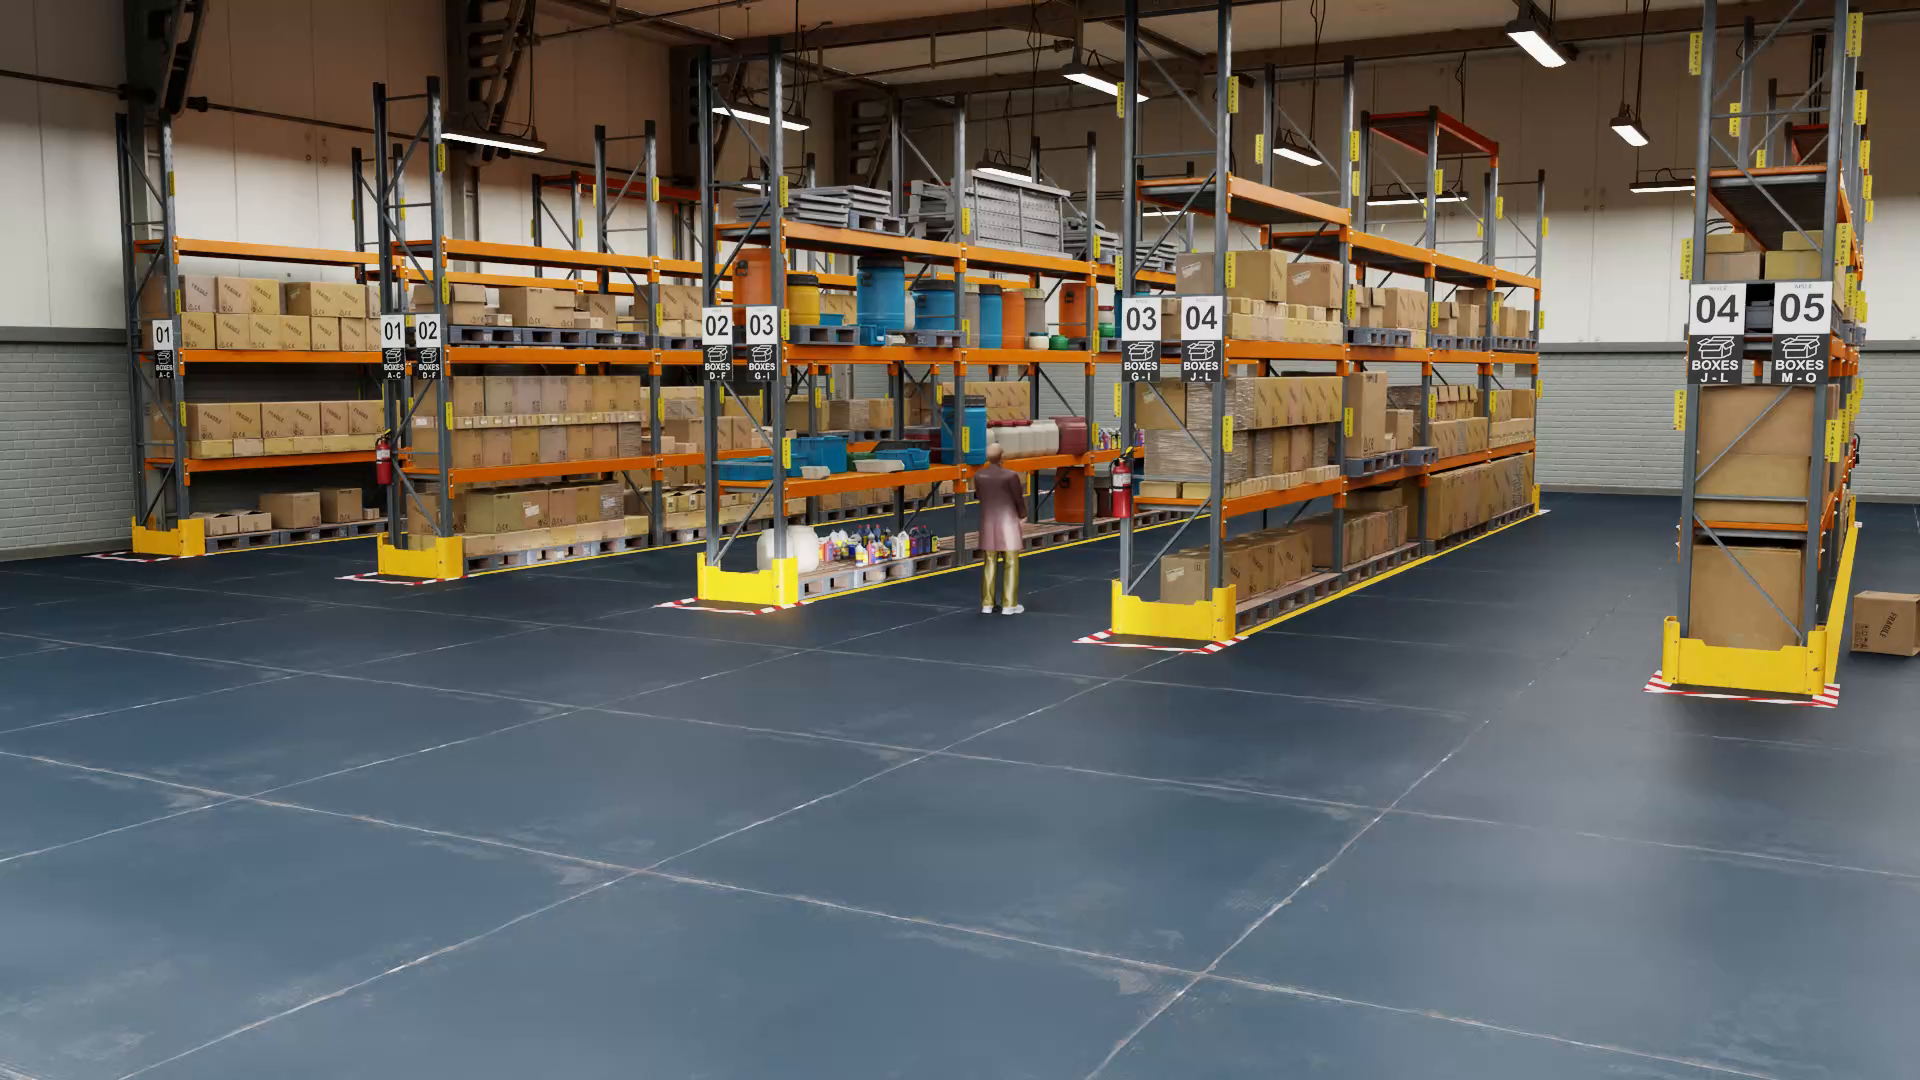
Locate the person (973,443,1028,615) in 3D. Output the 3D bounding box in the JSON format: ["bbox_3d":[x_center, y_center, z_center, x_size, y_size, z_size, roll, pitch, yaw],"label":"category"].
[{"bbox_3d":[0.457,-0.132,17.362,0.533,1.774,0.554,3,7,28],"label":"person"}]
